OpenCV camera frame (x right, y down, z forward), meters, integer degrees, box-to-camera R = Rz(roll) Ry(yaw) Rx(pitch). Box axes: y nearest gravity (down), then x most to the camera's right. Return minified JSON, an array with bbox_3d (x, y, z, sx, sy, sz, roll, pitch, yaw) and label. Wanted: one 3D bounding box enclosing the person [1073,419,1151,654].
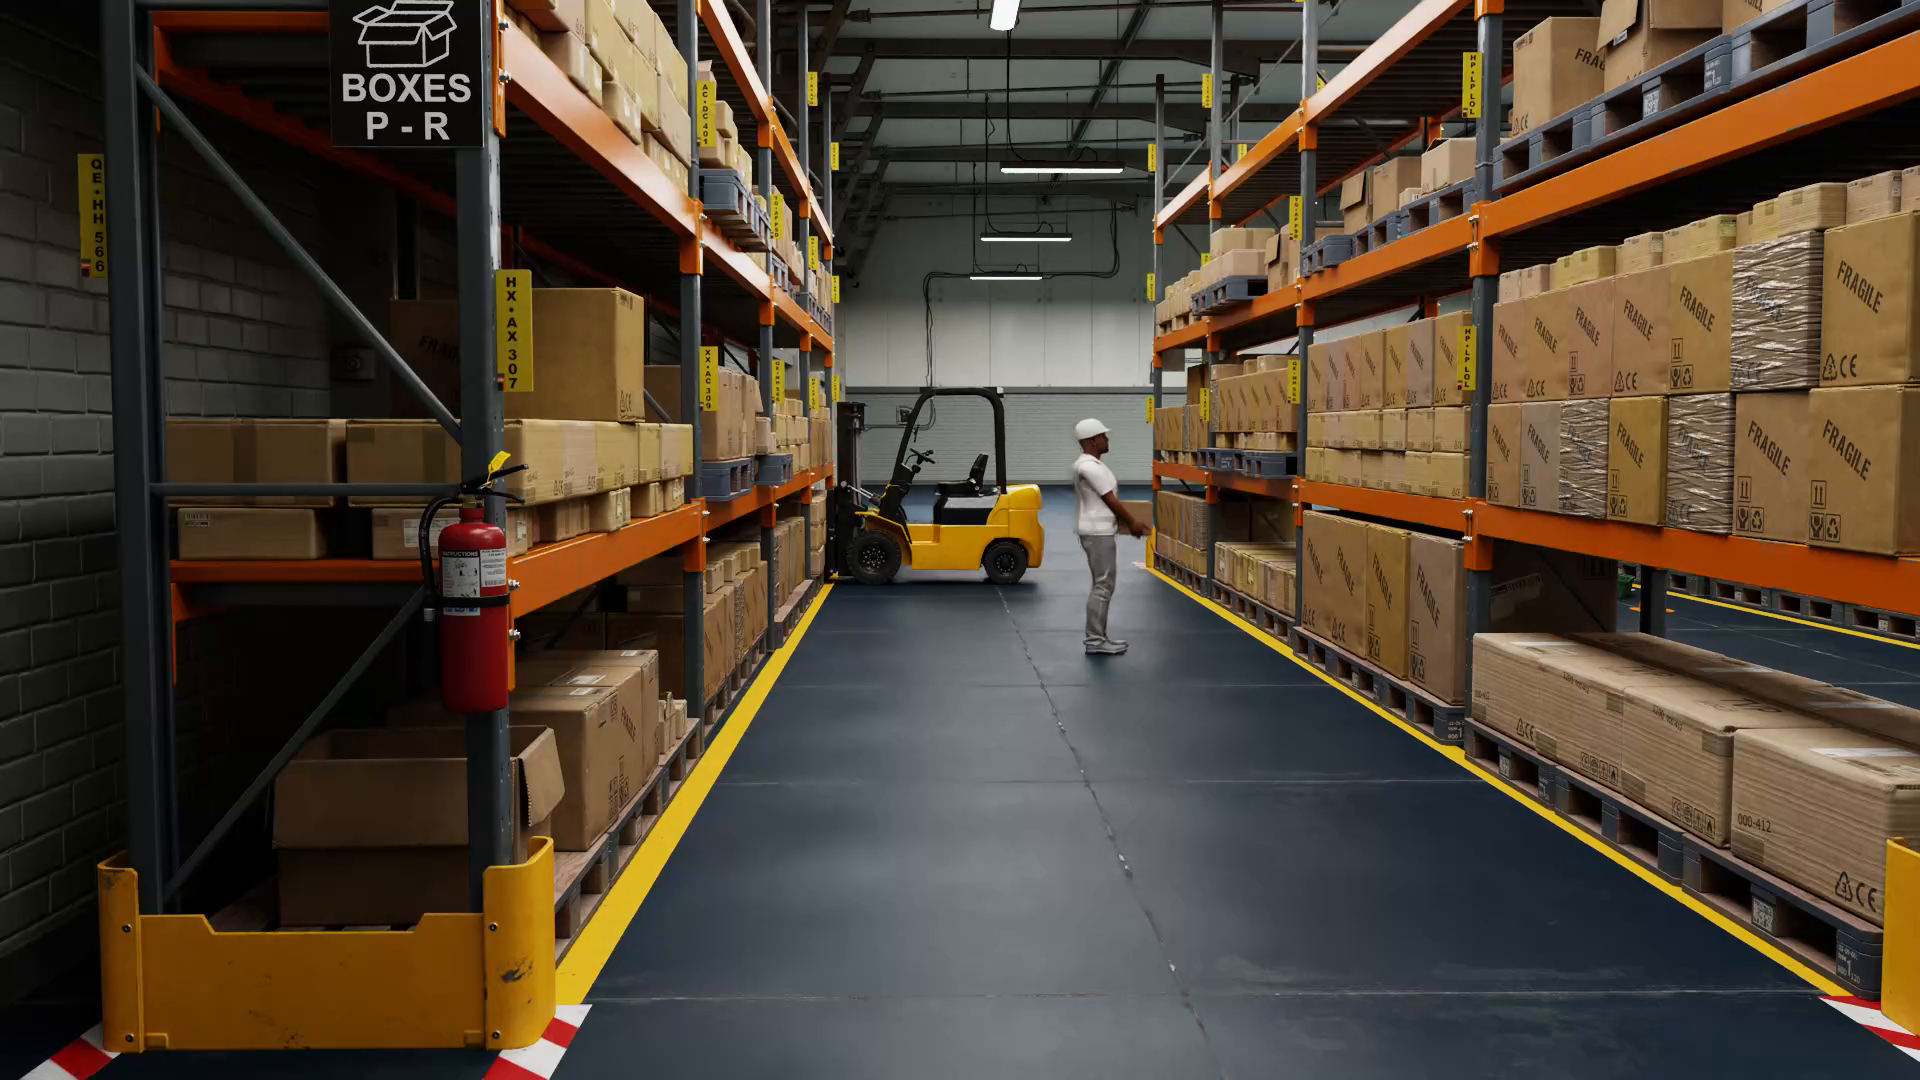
[{"bbox_3d":[1.141,-0.035,12.593,0.575,1.767,0.510,0,4,0],"label":"person"}]
